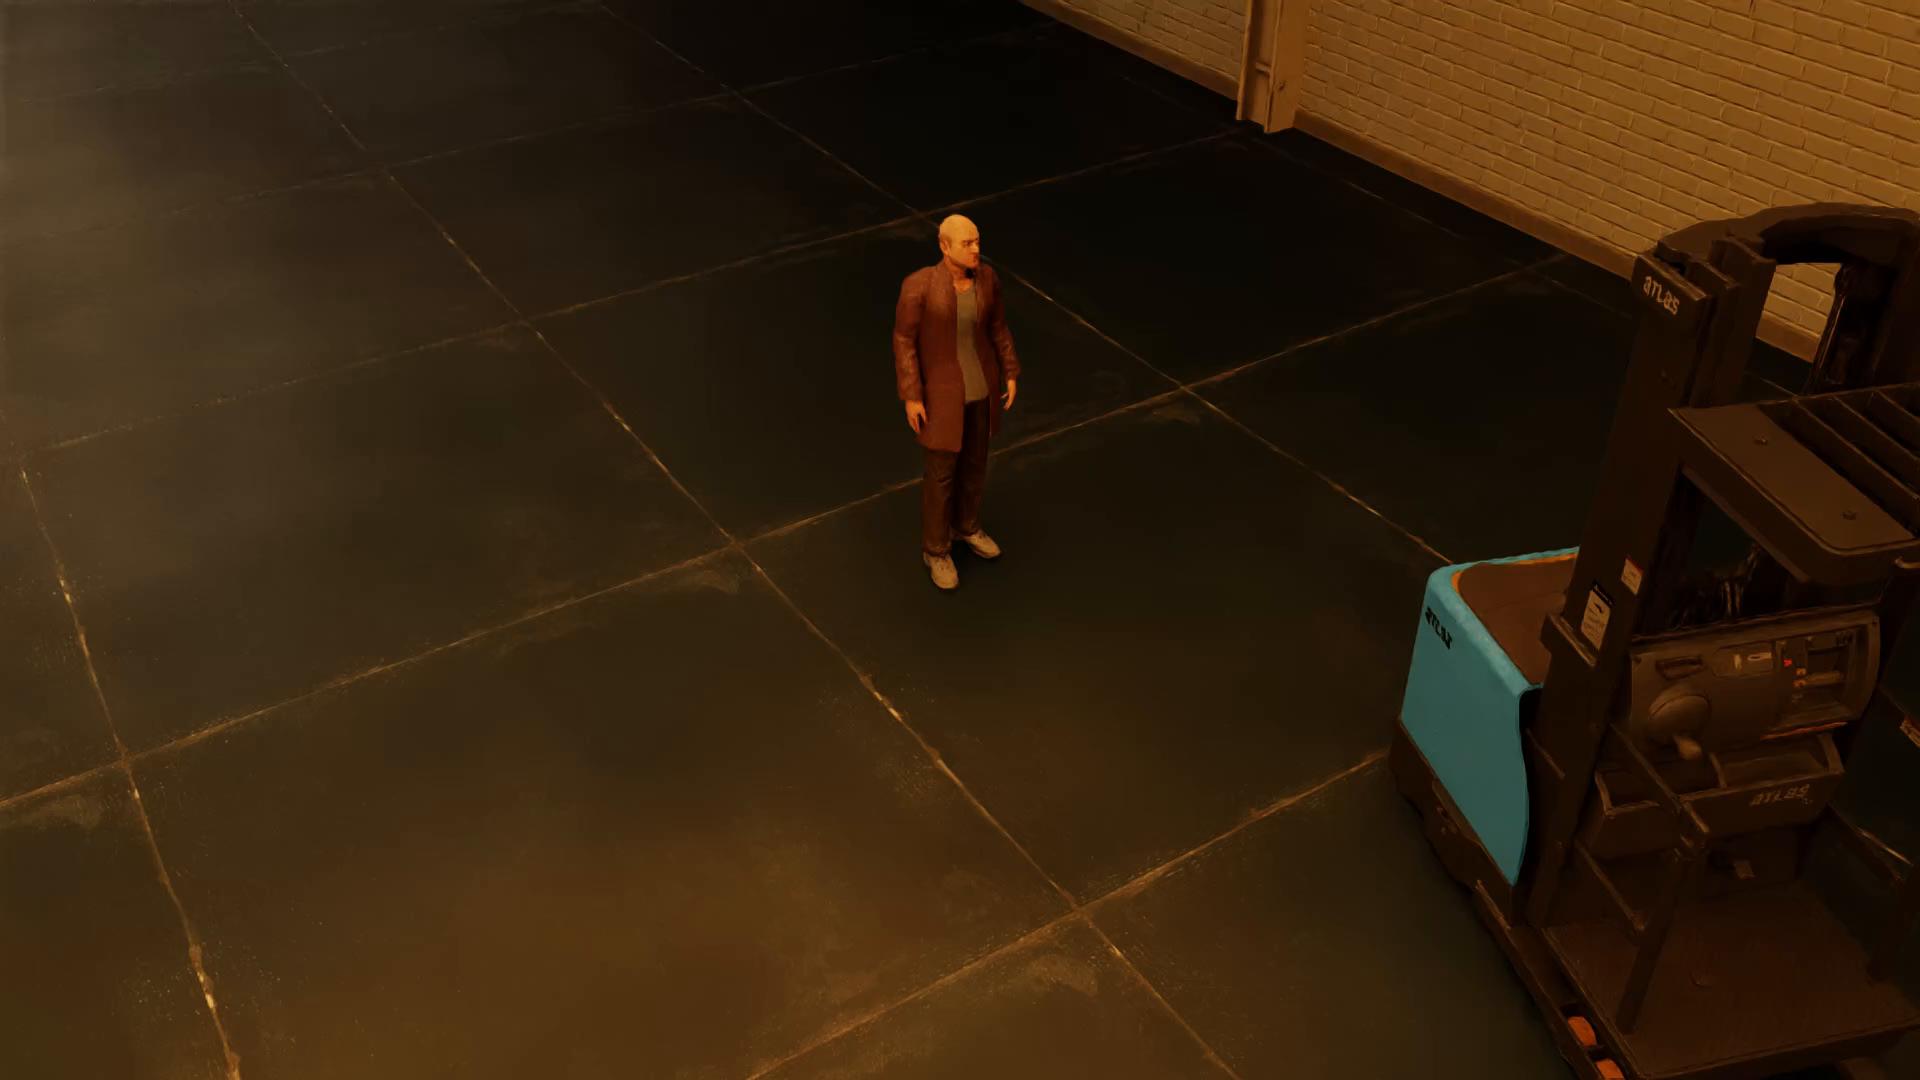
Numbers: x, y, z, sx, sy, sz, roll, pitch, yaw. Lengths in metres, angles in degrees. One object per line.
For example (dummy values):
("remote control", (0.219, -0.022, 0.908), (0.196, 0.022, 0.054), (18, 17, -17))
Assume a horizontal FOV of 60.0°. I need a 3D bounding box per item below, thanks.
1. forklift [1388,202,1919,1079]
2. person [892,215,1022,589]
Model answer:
("forklift", (2.690, 0.552, 5.361), (1.130, 2.935, 3.031), (-8, 36, -11))
("person", (0.046, -0.687, 8.117), (0.694, 1.776, 0.580), (-21, 40, -27))
